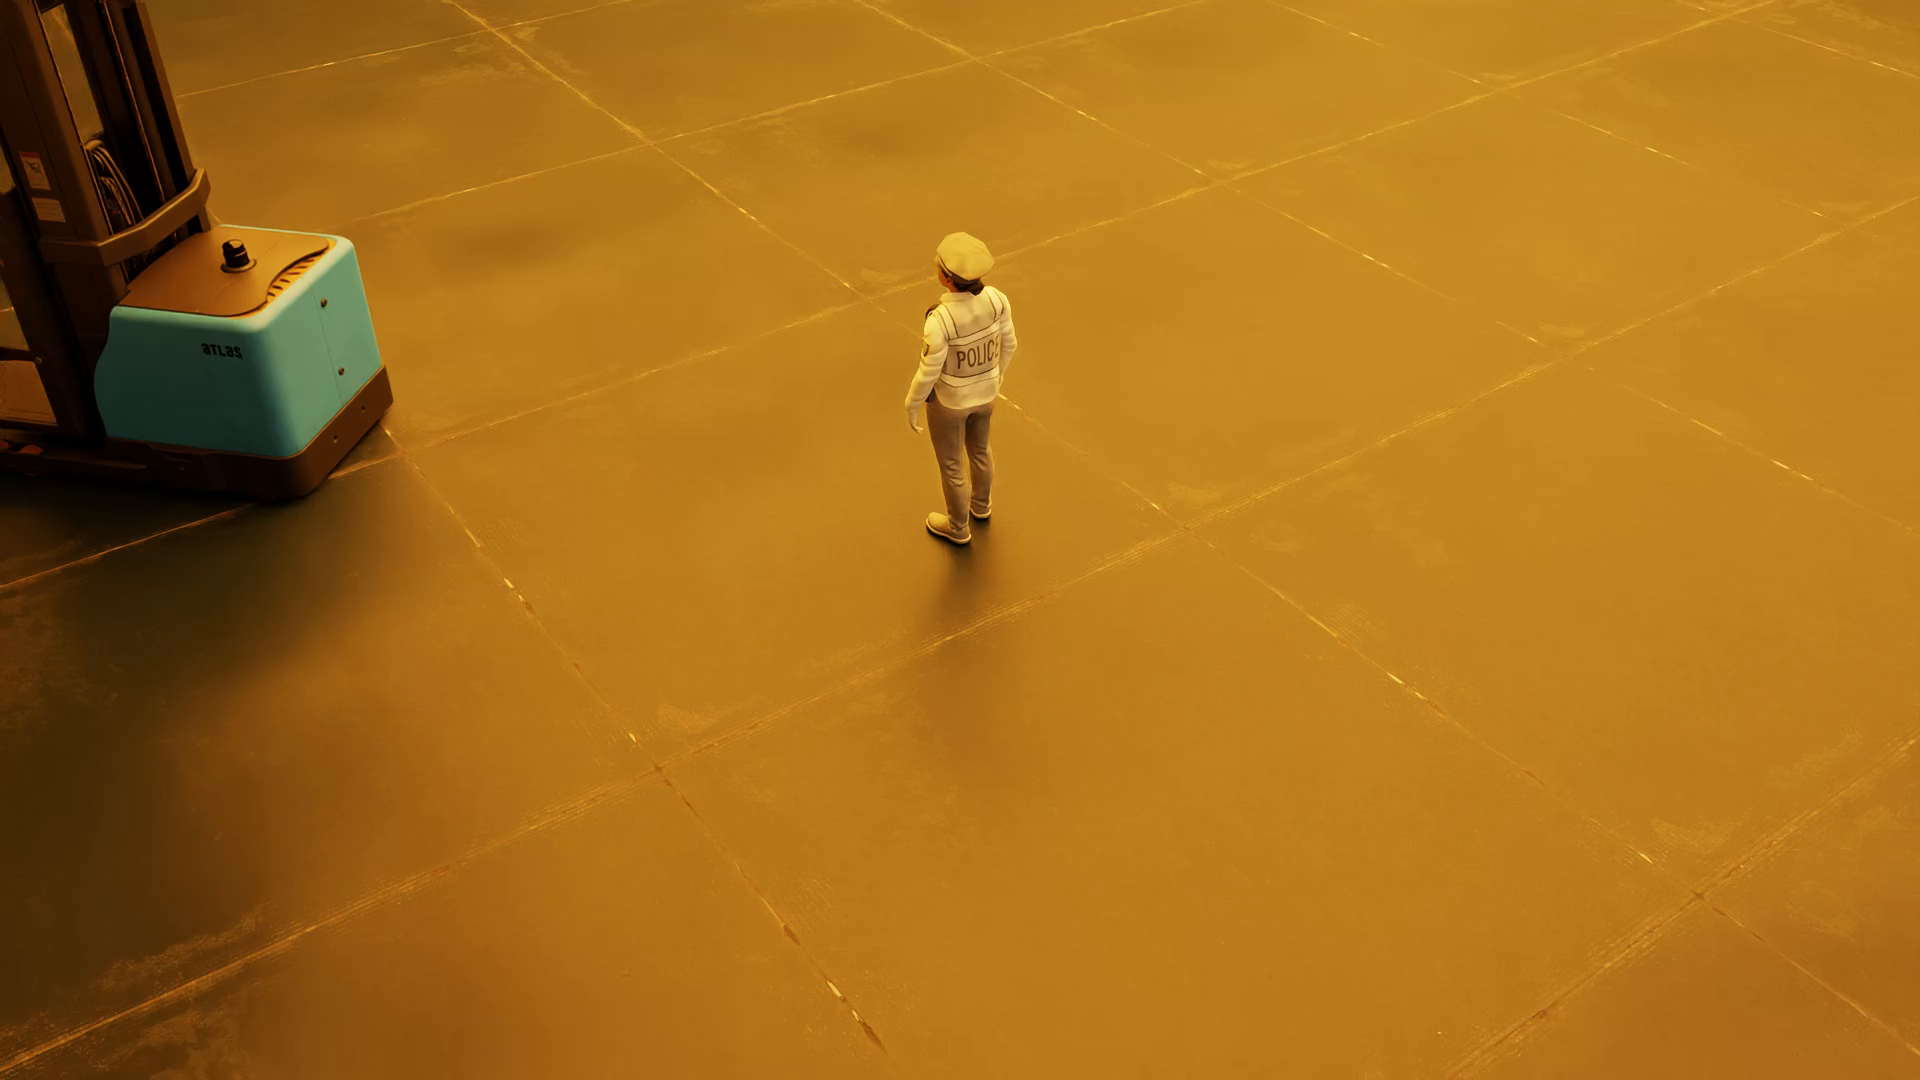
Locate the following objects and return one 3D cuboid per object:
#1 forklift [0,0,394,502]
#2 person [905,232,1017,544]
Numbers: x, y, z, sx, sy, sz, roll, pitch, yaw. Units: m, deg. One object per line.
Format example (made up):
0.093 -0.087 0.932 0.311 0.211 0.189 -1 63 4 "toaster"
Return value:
-4.751 -1.818 8.403 3.031 2.935 1.130 7 37 9 "forklift"
-0.034 -0.723 7.950 0.586 1.694 0.530 -23 42 -28 "person"
